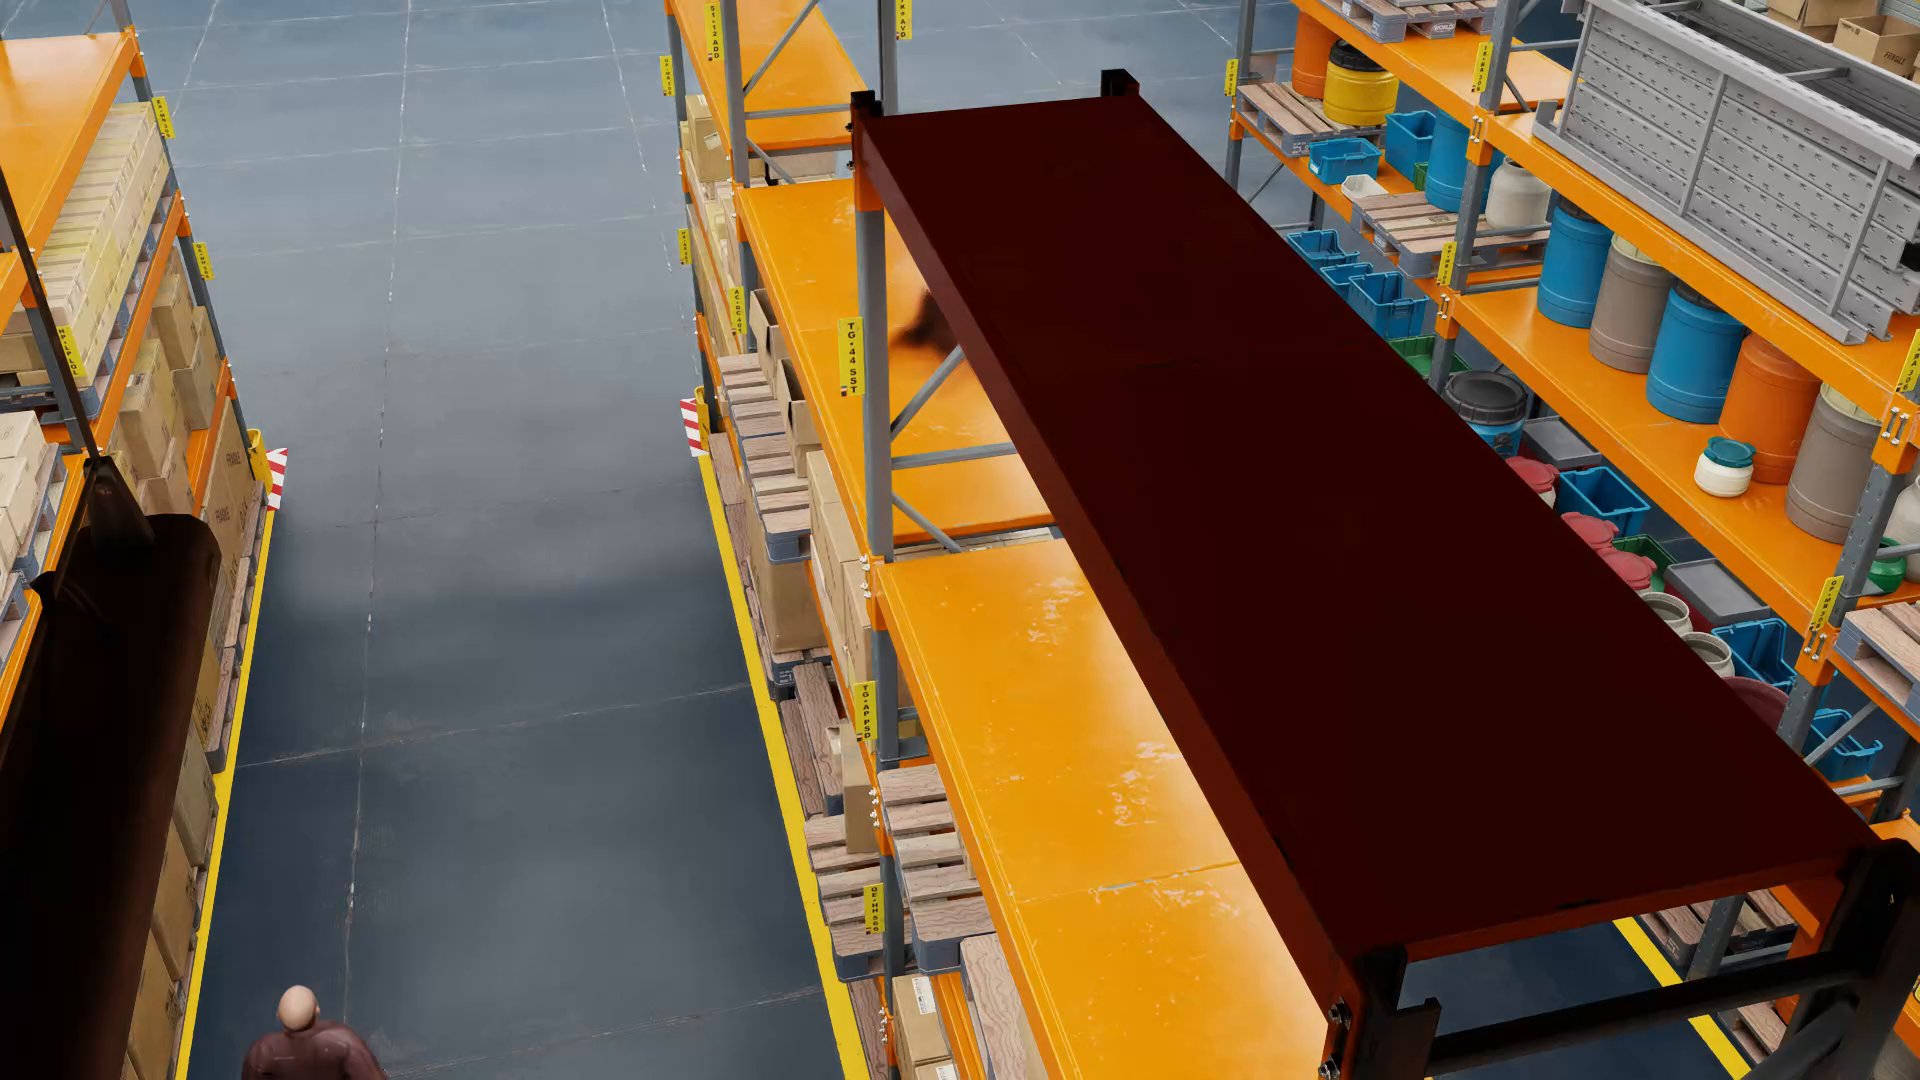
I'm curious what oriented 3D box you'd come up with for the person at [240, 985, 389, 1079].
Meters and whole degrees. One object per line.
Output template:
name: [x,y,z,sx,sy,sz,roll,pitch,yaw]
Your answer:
person: [-3.141,2.904,8.307,0.721,1.779,0.880,-7,35,-10]
